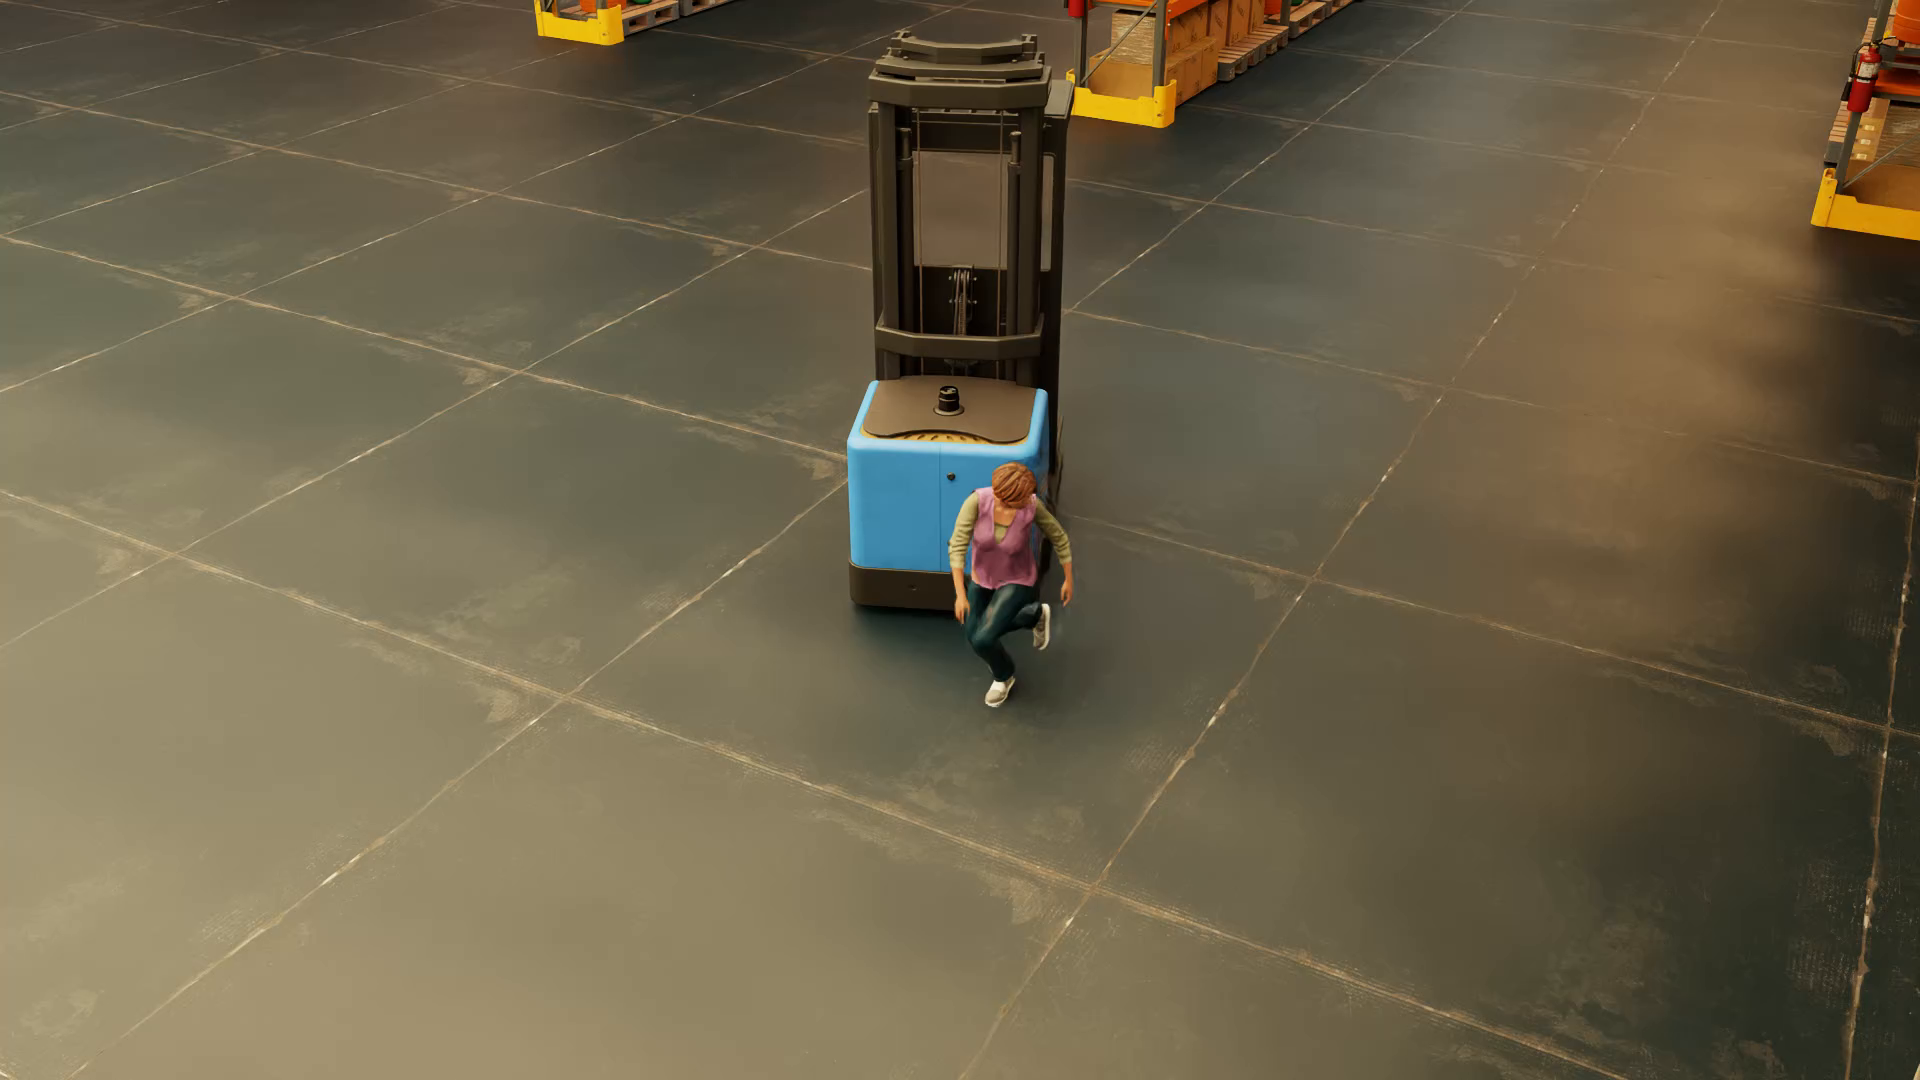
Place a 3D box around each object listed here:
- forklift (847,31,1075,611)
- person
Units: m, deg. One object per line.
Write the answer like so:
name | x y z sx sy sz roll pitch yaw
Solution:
forklift | 0.072 -1.572 9.794 1.130 2.935 3.031 3 30 6
person | 0.293 0.174 8.364 0.543 1.375 0.730 15 33 25
